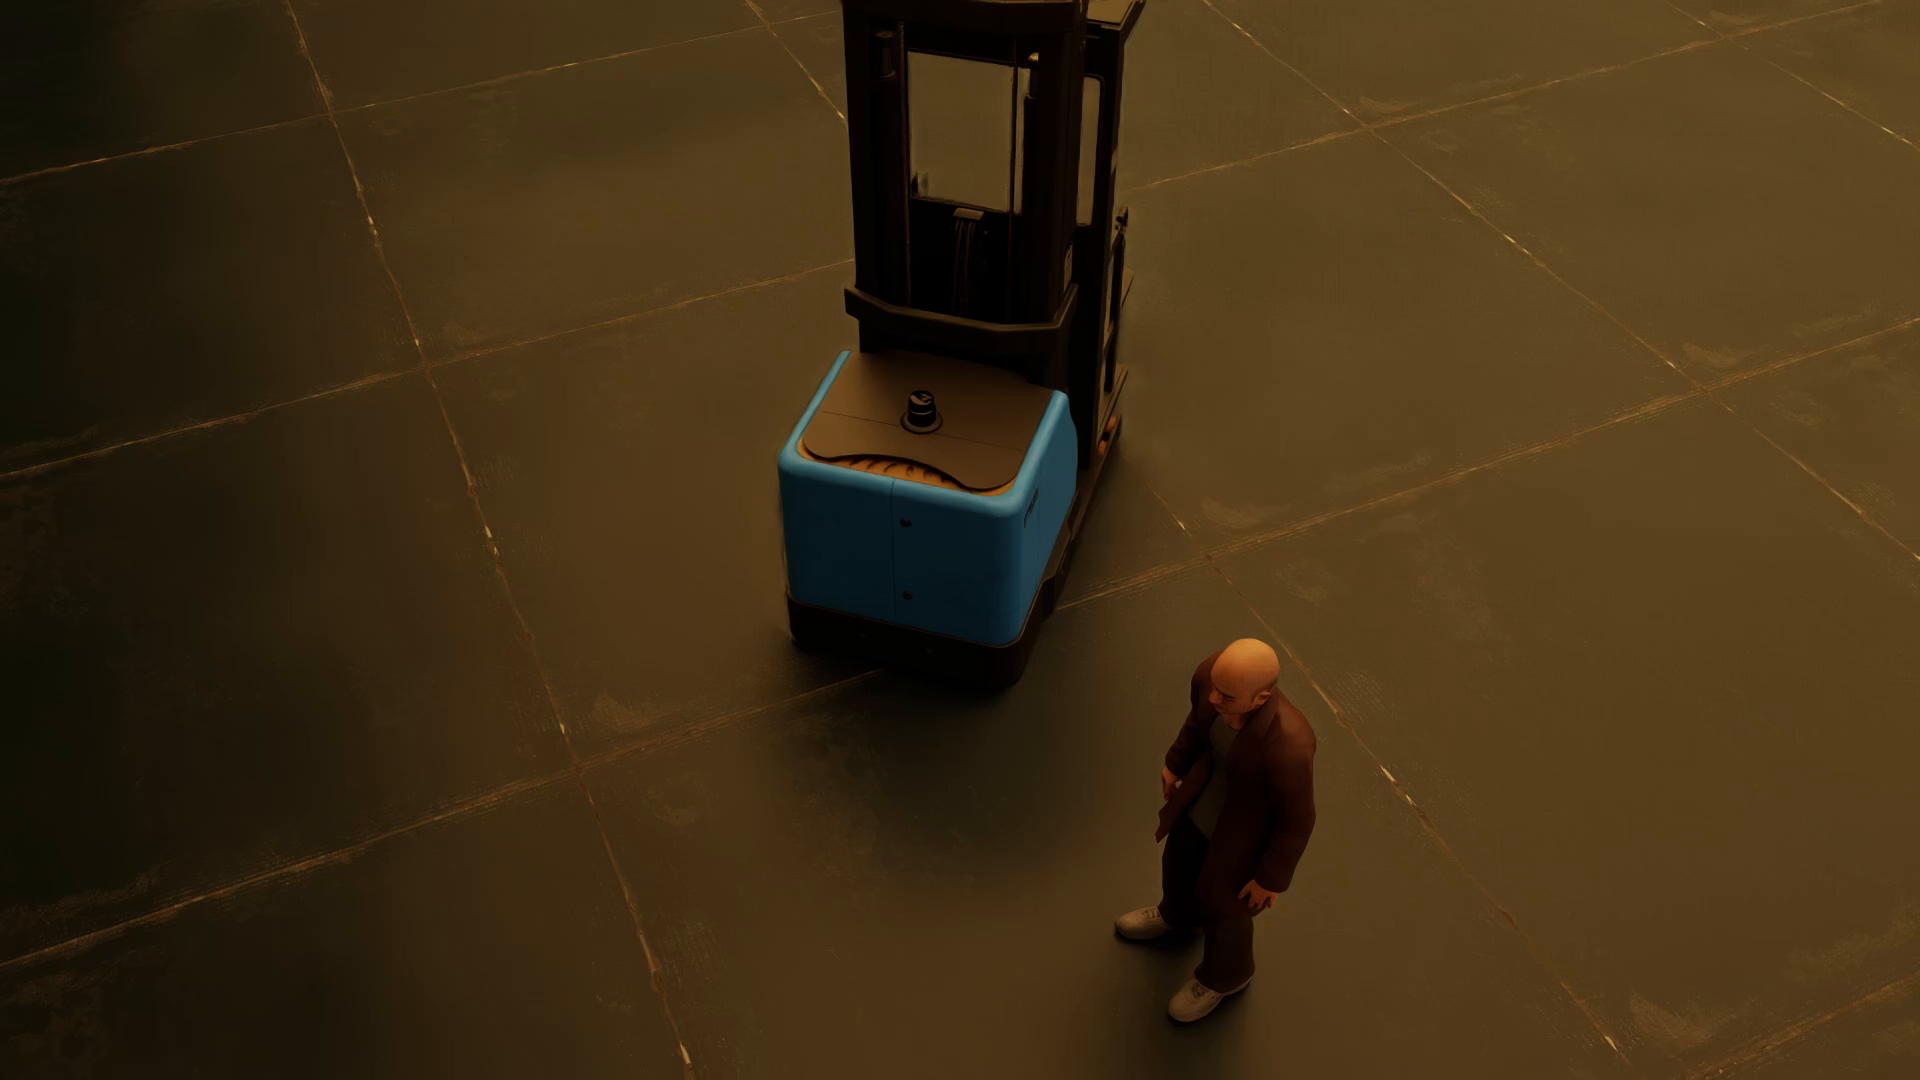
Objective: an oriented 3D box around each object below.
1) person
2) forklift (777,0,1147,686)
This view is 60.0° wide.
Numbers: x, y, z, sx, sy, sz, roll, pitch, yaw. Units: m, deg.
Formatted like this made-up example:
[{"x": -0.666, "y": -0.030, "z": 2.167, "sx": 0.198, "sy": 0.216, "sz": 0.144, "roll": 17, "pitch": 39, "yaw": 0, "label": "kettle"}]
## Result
[{"x": 0.885, "y": 0.937, "z": 5.525, "sx": 0.428, "sy": 1.773, "sz": 0.652, "roll": -18, "pitch": 46, "yaw": -18, "label": "person"}, {"x": 0.175, "y": -1.472, "z": 7.257, "sx": 1.130, "sy": 2.935, "sz": 3.031, "roll": 12, "pitch": 44, "yaw": 12, "label": "forklift"}]
